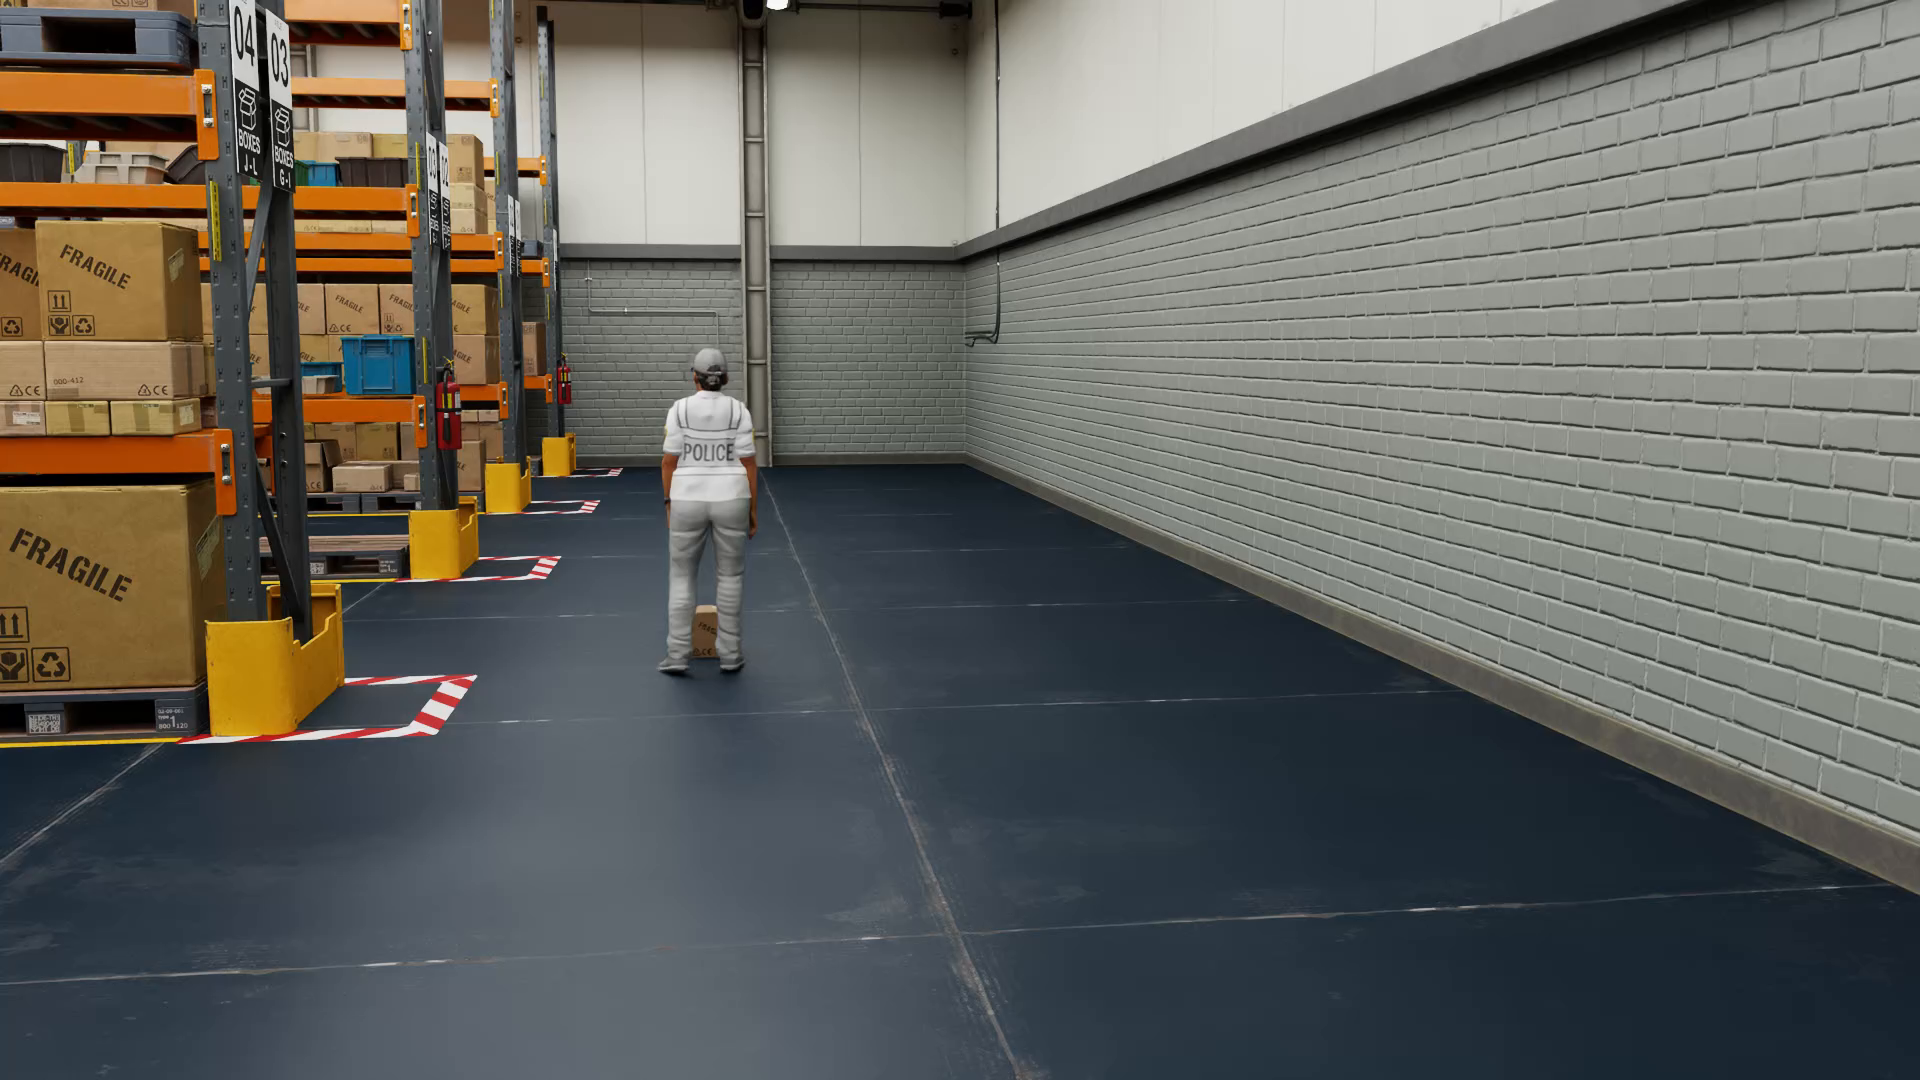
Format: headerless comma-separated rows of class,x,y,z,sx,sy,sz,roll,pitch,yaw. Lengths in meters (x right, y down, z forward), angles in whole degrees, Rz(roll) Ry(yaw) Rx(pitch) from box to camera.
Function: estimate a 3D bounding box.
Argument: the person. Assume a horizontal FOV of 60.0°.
person,-1.307,-0.144,8.583,0.524,1.684,0.380,-1,7,-8
